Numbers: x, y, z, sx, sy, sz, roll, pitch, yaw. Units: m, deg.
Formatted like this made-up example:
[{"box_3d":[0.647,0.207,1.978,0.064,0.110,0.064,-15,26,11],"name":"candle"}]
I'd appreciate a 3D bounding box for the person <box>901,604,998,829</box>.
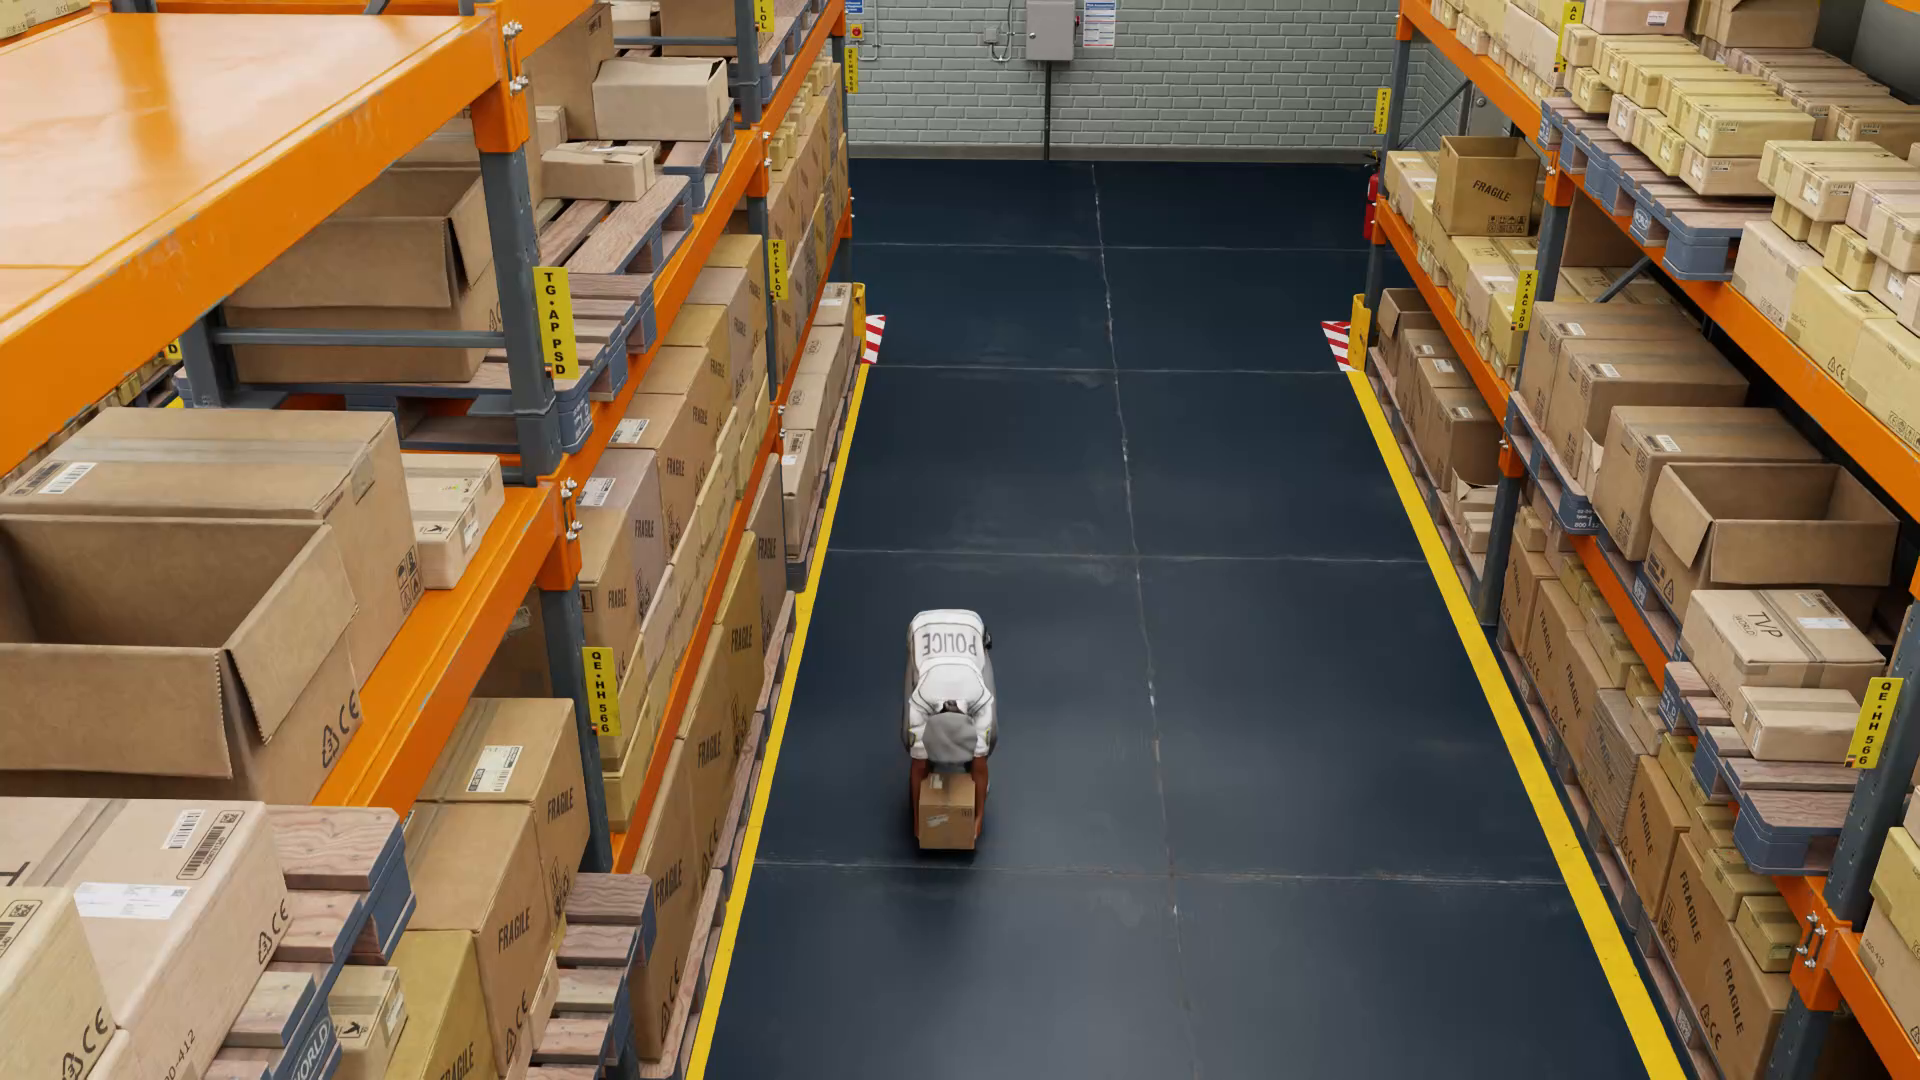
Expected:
[{"box_3d":[-0.049,0.856,7.767,0.457,0.962,0.918,0,28,-1],"name":"person"}]
